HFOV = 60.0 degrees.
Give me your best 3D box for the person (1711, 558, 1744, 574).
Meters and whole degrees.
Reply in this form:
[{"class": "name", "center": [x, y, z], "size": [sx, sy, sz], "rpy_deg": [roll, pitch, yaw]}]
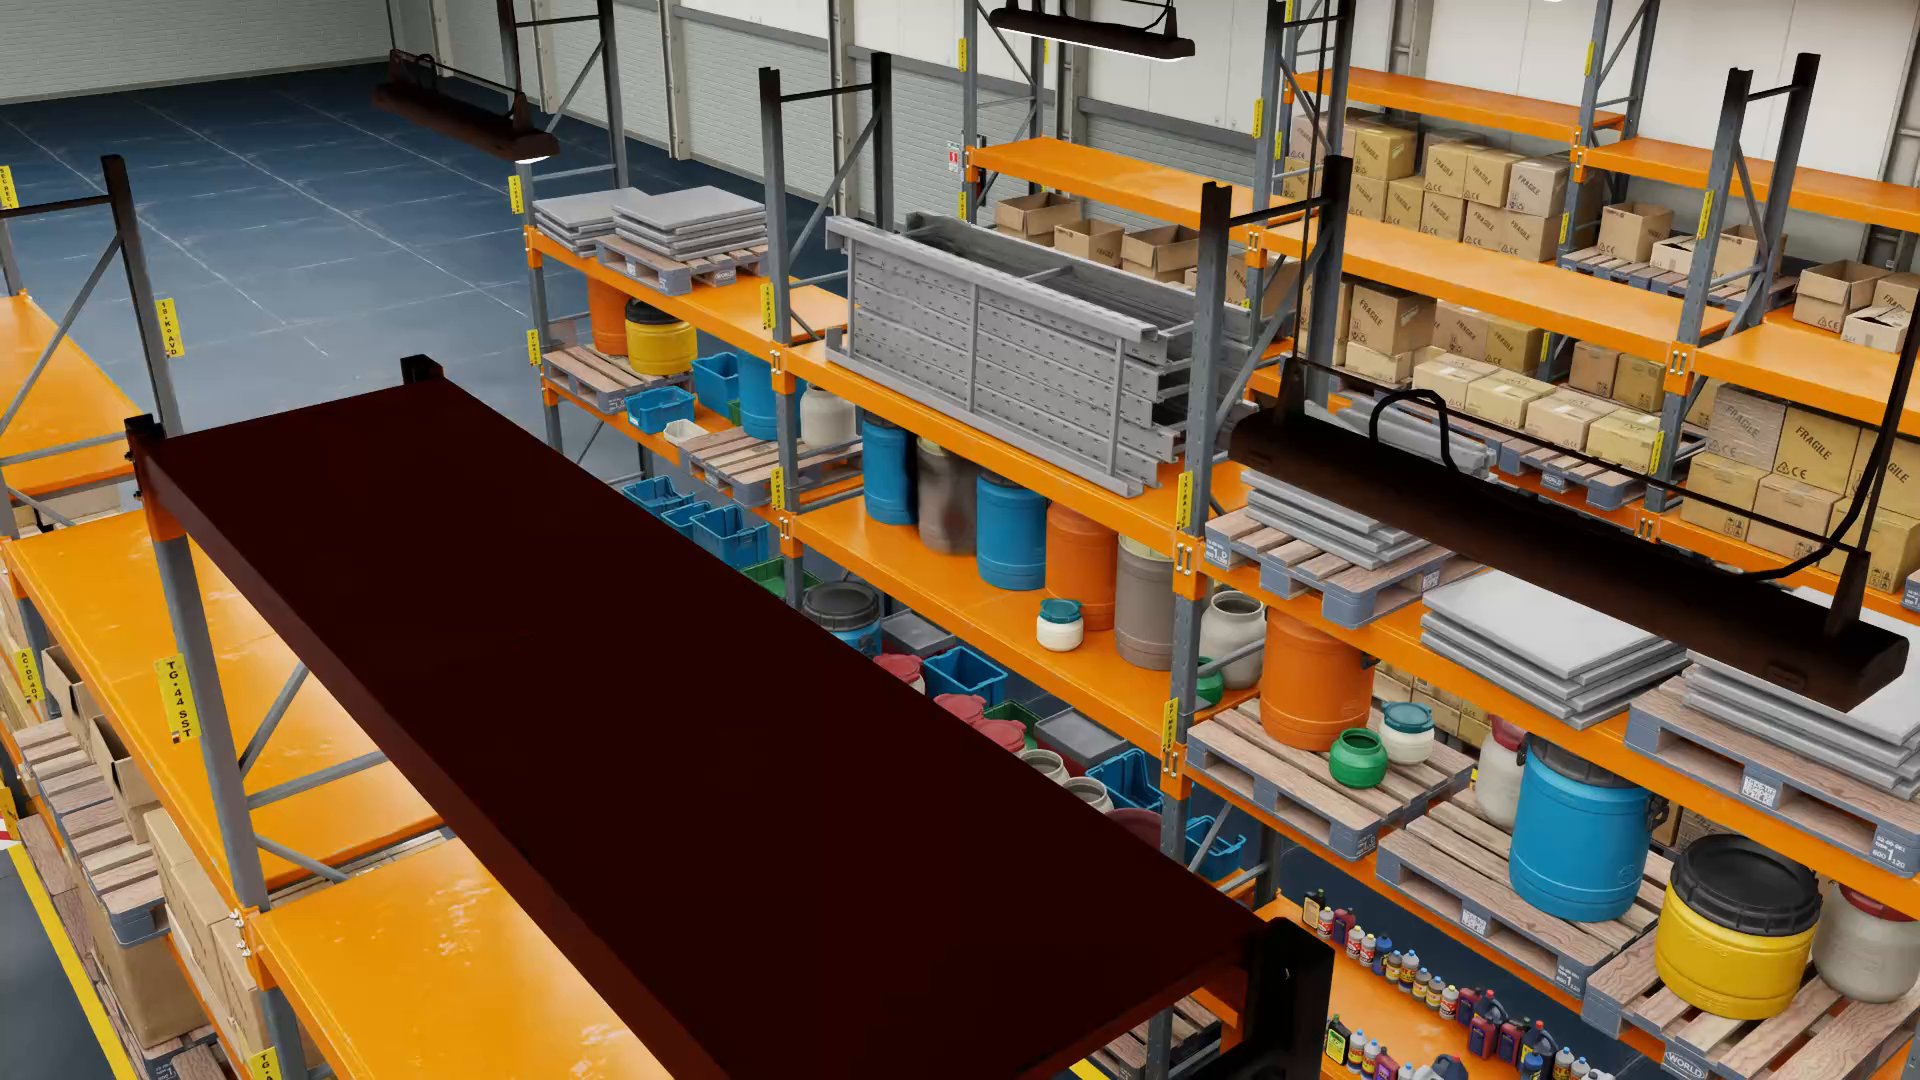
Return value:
[{"class": "person", "center": [6.745, 0.689, 15.022], "size": [0.671, 1.603, 0.520], "rpy_deg": [21, 33, 36]}]
